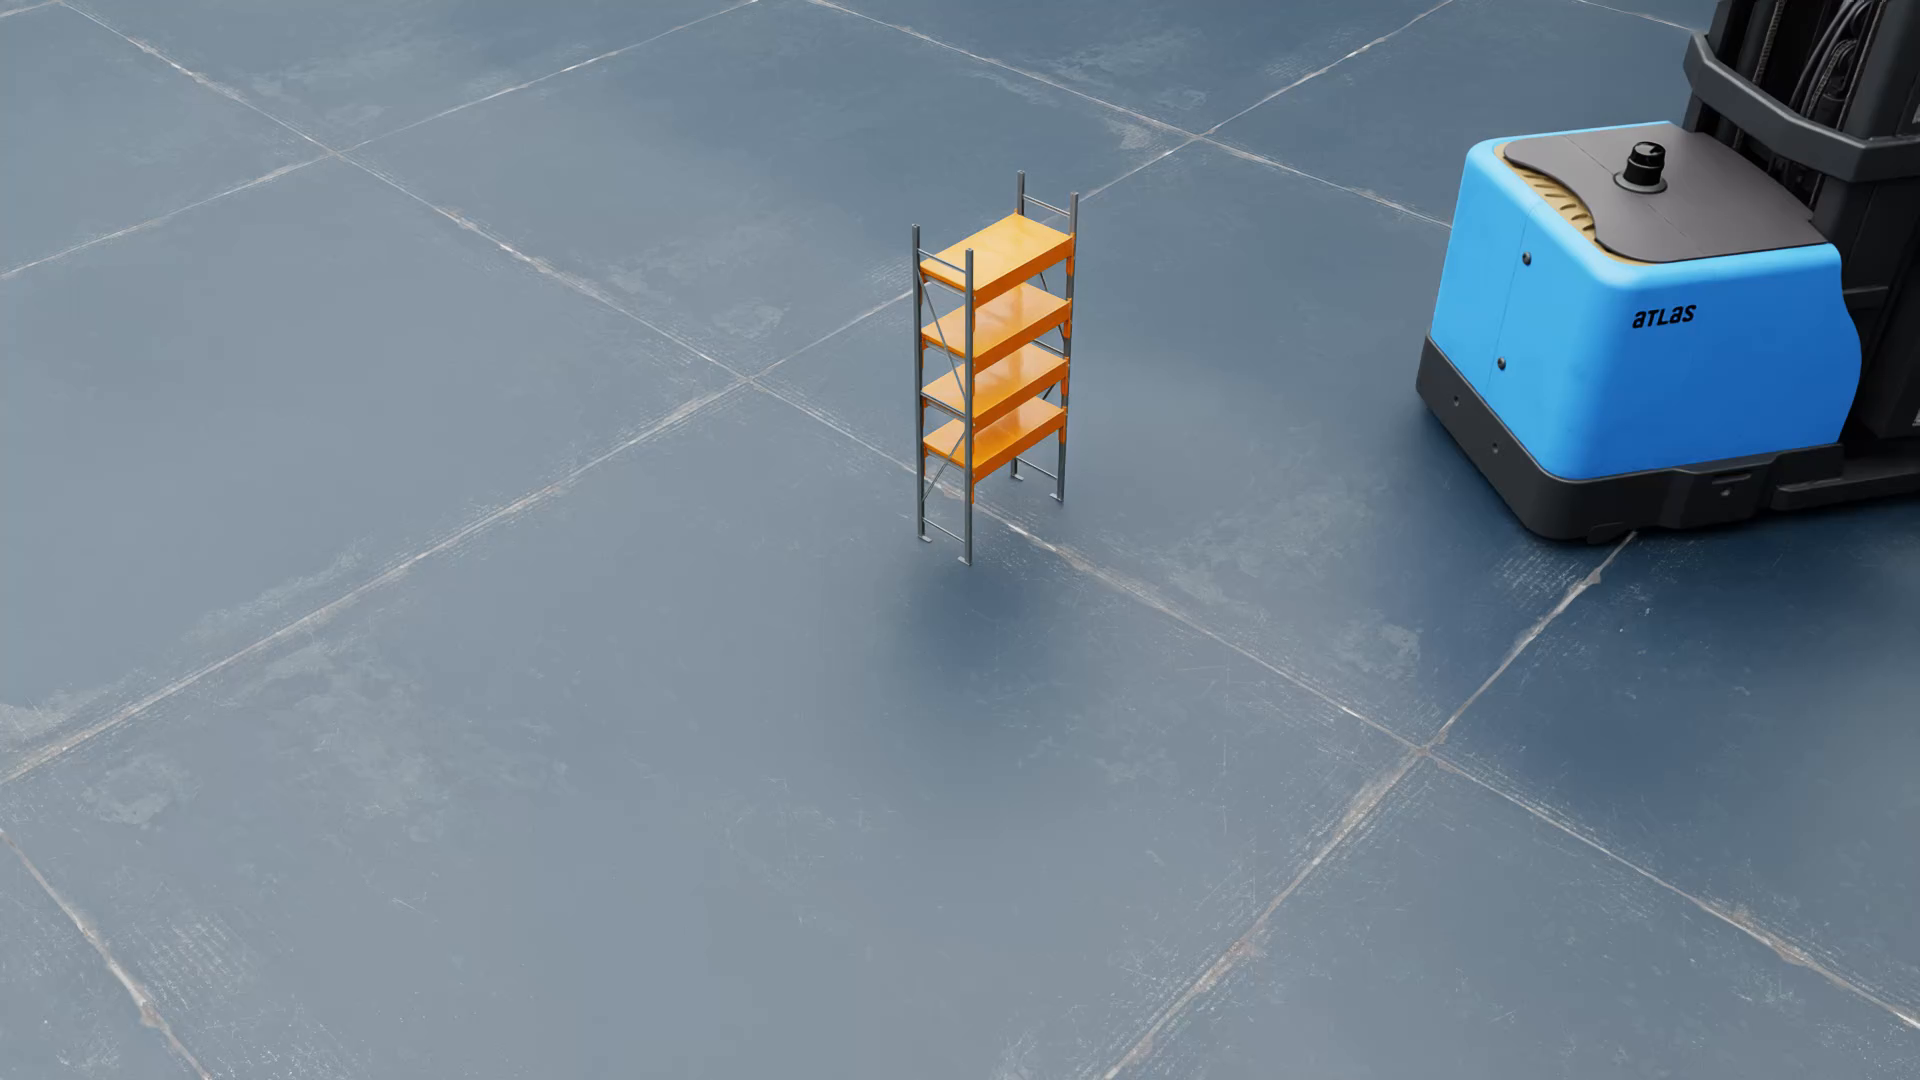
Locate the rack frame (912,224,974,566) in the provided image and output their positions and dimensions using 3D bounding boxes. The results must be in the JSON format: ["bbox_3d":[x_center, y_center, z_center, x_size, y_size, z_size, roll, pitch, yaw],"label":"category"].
[{"bbox_3d":[-0.053,-0.434,5.331,0.240,1.200,0.015,30,47,32],"label":"rack frame"}]

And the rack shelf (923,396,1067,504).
[{"bbox_3d":[0.112,-0.338,5.638,0.258,0.148,0.480,30,47,32],"label":"rack shelf"}]

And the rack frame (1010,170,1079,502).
[{"bbox_3d":[0.276,-0.658,5.613,0.240,1.200,0.015,30,47,32],"label":"rack frame"}]

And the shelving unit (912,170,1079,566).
[{"bbox_3d":[0.112,-0.546,5.472,0.258,1.200,0.503,30,47,32],"label":"shelving unit"}]

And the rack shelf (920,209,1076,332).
[{"bbox_3d":[0.112,-0.853,5.228,0.258,0.148,0.480,30,47,32],"label":"rack shelf"}]

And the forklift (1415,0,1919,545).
[{"bbox_3d":[3.315,-1.609,5.418,3.031,2.935,1.130,-8,39,-10],"label":"forklift"}]

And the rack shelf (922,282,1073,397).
[{"bbox_3d":[0.112,-0.668,5.375,0.258,0.148,0.480,30,47,32],"label":"rack shelf"}]

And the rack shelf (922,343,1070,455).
[{"bbox_3d":[0.112,-0.493,5.514,0.258,0.148,0.480,30,47,32],"label":"rack shelf"}]
